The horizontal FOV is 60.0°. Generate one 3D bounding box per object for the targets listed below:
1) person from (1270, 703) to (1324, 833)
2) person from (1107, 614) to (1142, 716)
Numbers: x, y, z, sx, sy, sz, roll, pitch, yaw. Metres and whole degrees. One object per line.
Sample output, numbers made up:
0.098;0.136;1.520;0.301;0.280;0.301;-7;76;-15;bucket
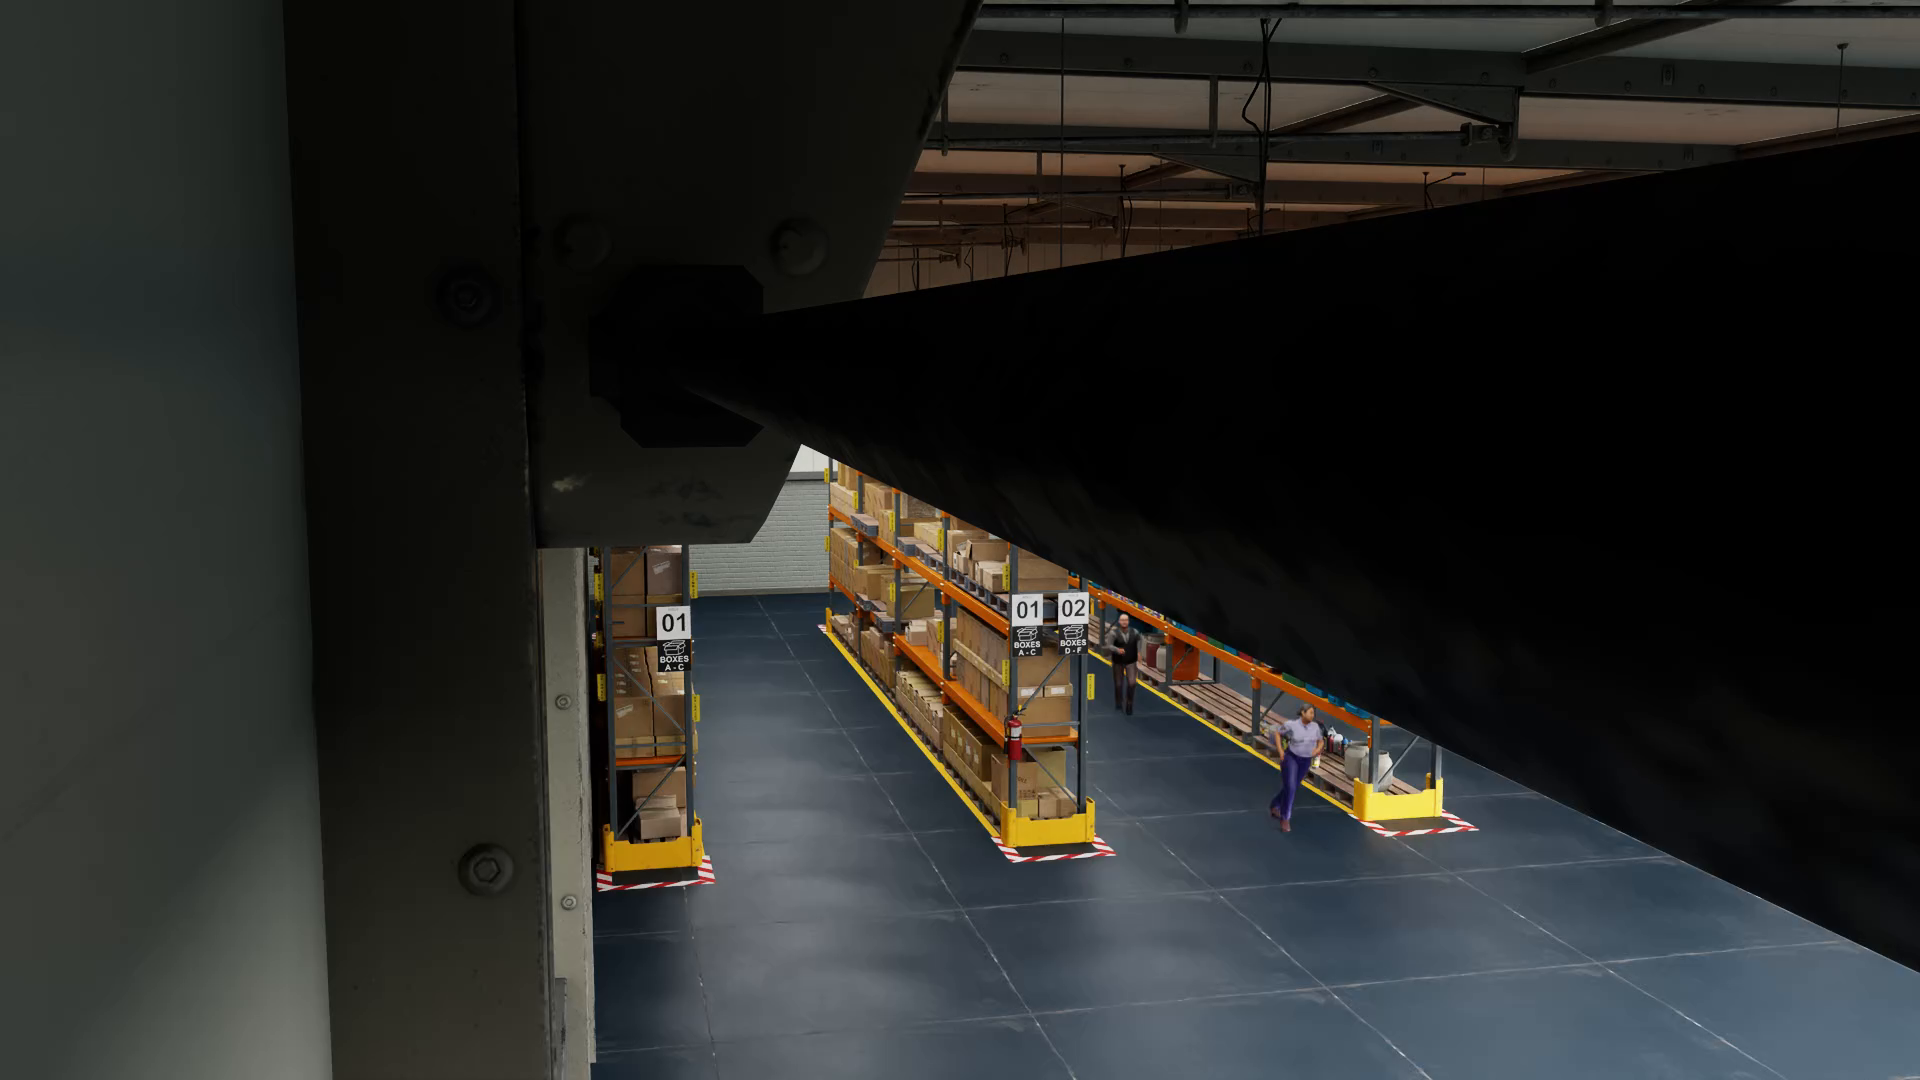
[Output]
4.414;2.984;21.938;0.766;1.518;0.842;-2;7;-19;person
2.806;2.126;28.322;0.631;1.753;0.811;0;7;-1;person
